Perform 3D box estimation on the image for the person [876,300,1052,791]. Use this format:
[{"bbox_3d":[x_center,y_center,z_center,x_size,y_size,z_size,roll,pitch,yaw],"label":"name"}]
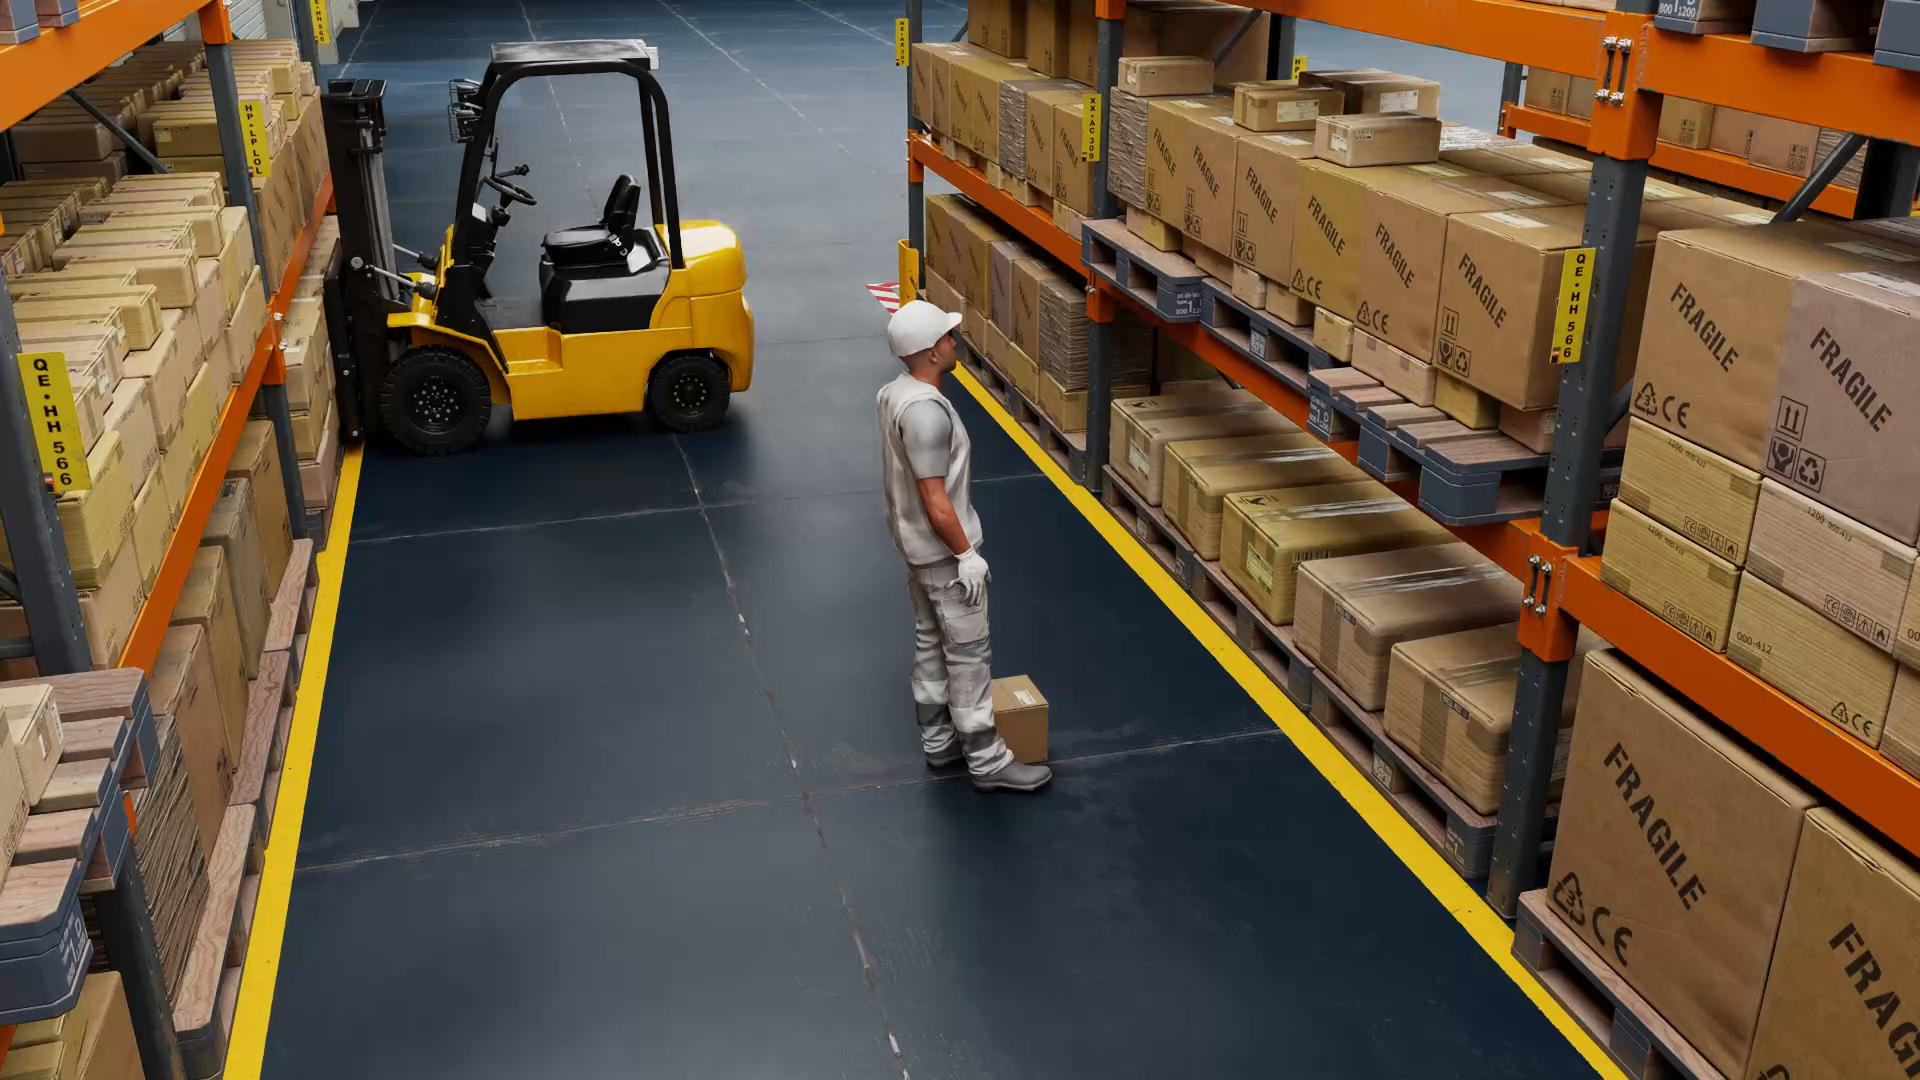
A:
[{"bbox_3d":[0.004,0.014,6.004,0.561,1.790,0.637,-6,23,-14],"label":"person"}]
